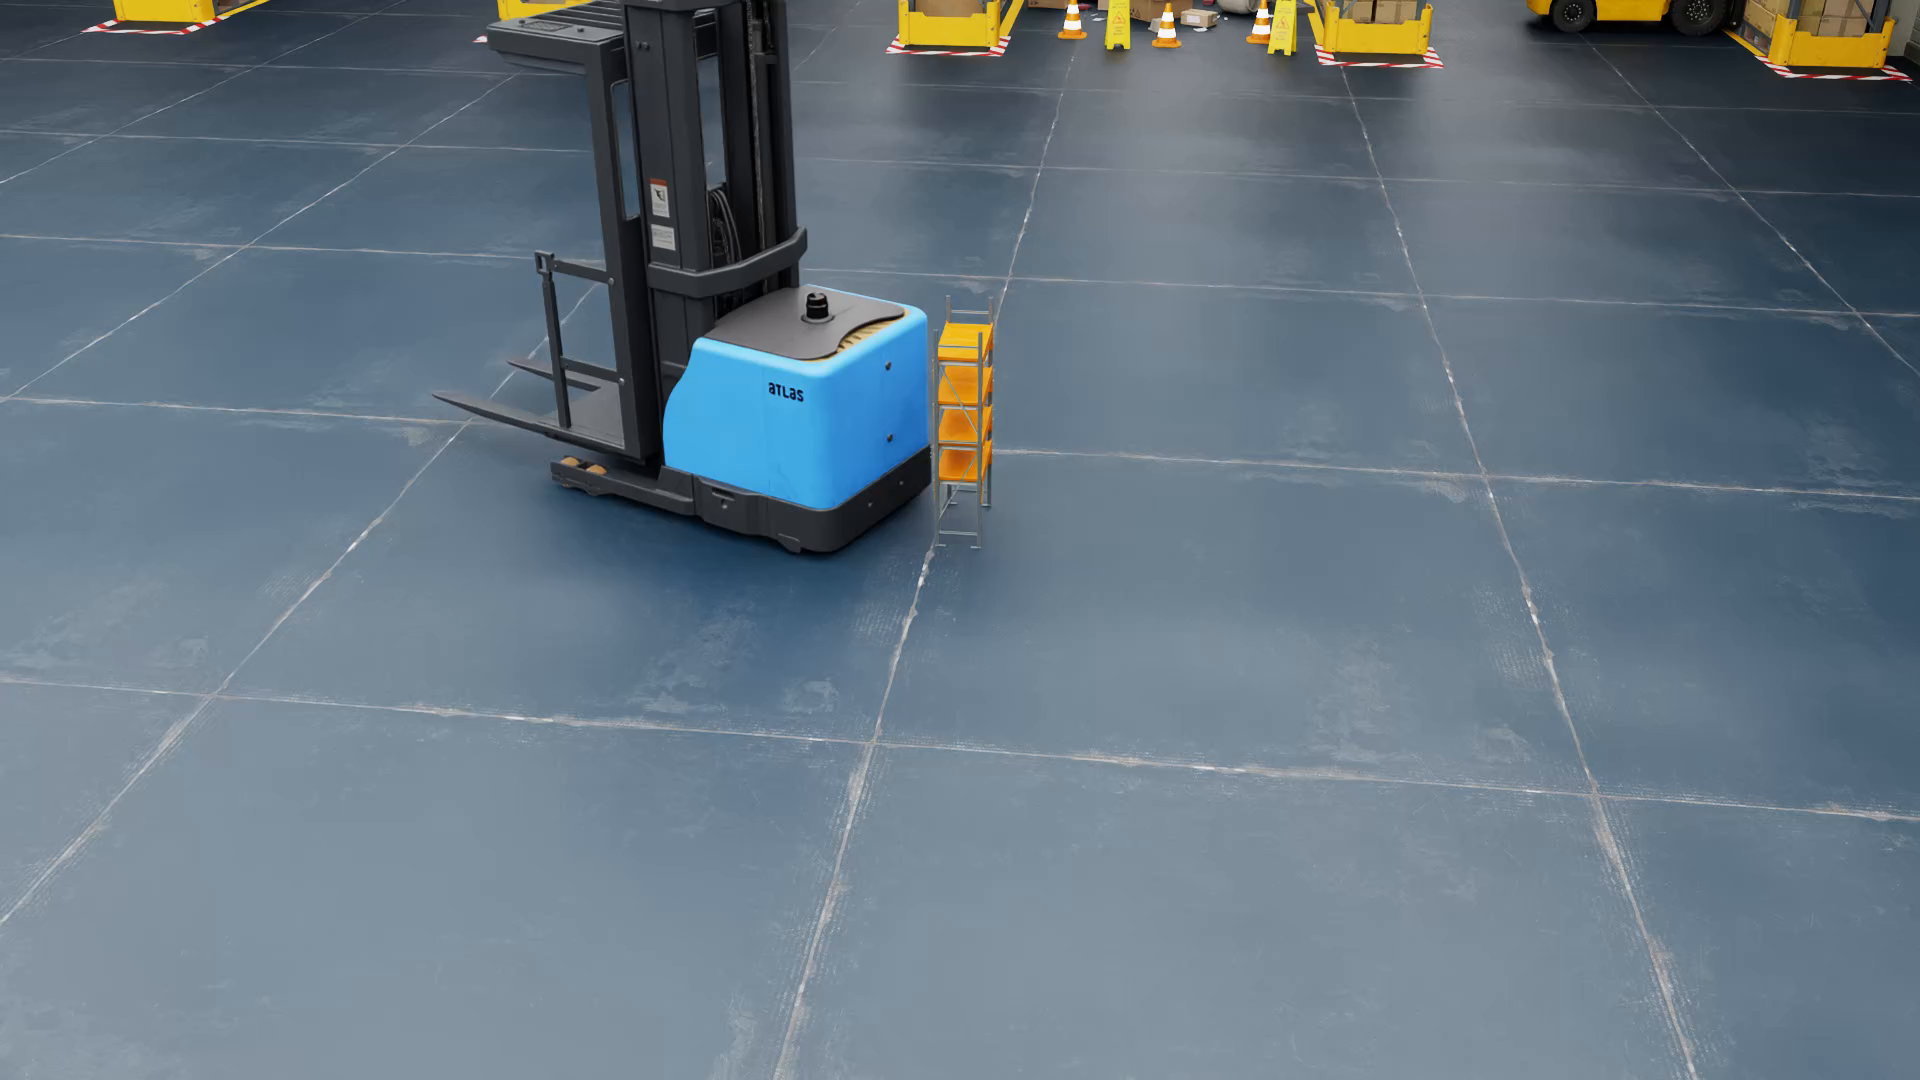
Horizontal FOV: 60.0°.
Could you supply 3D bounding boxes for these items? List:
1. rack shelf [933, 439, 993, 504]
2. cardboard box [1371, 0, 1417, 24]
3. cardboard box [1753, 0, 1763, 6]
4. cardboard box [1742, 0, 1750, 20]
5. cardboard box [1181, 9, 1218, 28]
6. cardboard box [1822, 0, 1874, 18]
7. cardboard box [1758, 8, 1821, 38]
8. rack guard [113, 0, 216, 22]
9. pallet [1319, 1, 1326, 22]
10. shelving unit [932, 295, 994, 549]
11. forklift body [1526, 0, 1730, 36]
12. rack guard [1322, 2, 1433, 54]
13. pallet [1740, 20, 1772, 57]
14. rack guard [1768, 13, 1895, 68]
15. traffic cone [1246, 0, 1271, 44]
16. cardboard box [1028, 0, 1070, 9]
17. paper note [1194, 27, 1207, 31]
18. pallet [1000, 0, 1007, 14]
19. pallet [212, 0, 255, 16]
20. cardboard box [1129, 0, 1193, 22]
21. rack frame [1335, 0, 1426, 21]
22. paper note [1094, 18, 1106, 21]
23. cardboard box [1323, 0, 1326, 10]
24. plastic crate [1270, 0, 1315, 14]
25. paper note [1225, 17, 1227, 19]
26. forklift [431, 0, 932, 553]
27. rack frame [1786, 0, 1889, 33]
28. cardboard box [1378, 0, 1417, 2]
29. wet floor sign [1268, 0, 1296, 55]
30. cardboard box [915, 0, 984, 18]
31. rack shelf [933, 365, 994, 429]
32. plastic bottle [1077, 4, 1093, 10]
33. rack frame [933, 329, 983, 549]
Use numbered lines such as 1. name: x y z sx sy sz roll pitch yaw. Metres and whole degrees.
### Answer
1. rack shelf: 0.020 -0.372 8.736 0.258 0.148 0.480 3 28 6
2. cardboard box: 5.177 -6.317 19.770 0.500 0.250 0.500 3 28 6
3. cardboard box: 9.552 -6.370 19.340 0.500 0.250 0.500 3 28 6
4. cardboard box: 9.615 -6.375 19.877 0.500 0.250 0.500 4 29 7
5. cardboard box: 2.959 -6.458 20.581 0.380 0.149 0.250 20 34 32
6. cardboard box: 9.994 -6.096 18.832 0.500 0.250 0.500 4 29 7
7. cardboard box: 9.474 -5.906 19.007 0.500 0.250 0.500 4 29 7
8. rack guard: -9.985 -6.781 20.810 1.175 0.500 0.348 3 28 6
9. pallet: 5.099 -6.740 21.039 1.003 0.211 1.213 3 28 6
10. shelving unit: 0.020 -0.606 8.610 0.258 1.200 0.503 3 28 6
11. forklift body: 8.152 -7.318 20.065 2.313 2.155 1.214 3 28 6
12. rack guard: 4.813 -5.915 19.201 1.175 0.500 0.348 3 28 6
13. pallet: 9.782 -5.827 19.344 1.003 0.211 1.213 3 28 6
14. rack guard: 9.727 -5.581 18.582 1.175 0.500 0.348 3 28 6
15. traffic cone: 3.576 -6.140 19.659 0.336 0.463 0.334 3 28 6
16. cardboard box: 1.197 -7.213 21.608 0.500 0.500 0.500 8 29 15
17. paper note: 2.944 -6.233 20.287 0.148 0.019 0.142 -6 29 -11
18. pallet: 0.051 -6.945 21.419 1.003 0.211 1.213 3 28 6
19. pallet: -9.880 -7.036 21.588 1.003 0.211 1.213 3 28 6
20. cardboard box: 2.506 -6.854 20.942 0.797 0.503 0.637 -17 33 -29
21. rack frame: 4.803 -6.979 18.542 1.000 3.000 0.127 3 28 6
22. paper note: 1.750 -6.531 20.843 0.144 0.017 0.142 14 31 24
23. cardboard box: 4.707 -6.593 20.282 0.500 0.250 0.500 3 29 6
24. plastic crate: 4.287 -6.885 21.446 0.402 0.080 0.583 -6 29 -11
25. paper note: 3.344 -6.561 20.918 0.032 0.001 0.123 3 28 6
26. forklift: -1.684 -1.730 8.871 3.031 2.935 1.130 16 32 27
27. rack frame: 9.730 -6.693 18.010 1.000 3.000 0.127 3 28 6
28. cardboard box: 5.179 -6.659 19.613 0.500 0.500 0.500 2 28 4
29. wet floor sign: 3.718 -5.916 19.050 0.267 0.644 0.232 14 31 24
30. cardboard box: -0.104 -6.792 19.992 0.875 0.875 0.875 4 29 6
31. rack shelf: 0.020 -0.744 8.536 0.258 0.148 0.480 3 28 6
32. plastic bottle: 1.560 -6.878 21.453 0.283 0.061 0.133 -6 29 -11
33. rack frame: -0.010 -0.491 8.397 0.240 1.200 0.015 3 28 6
